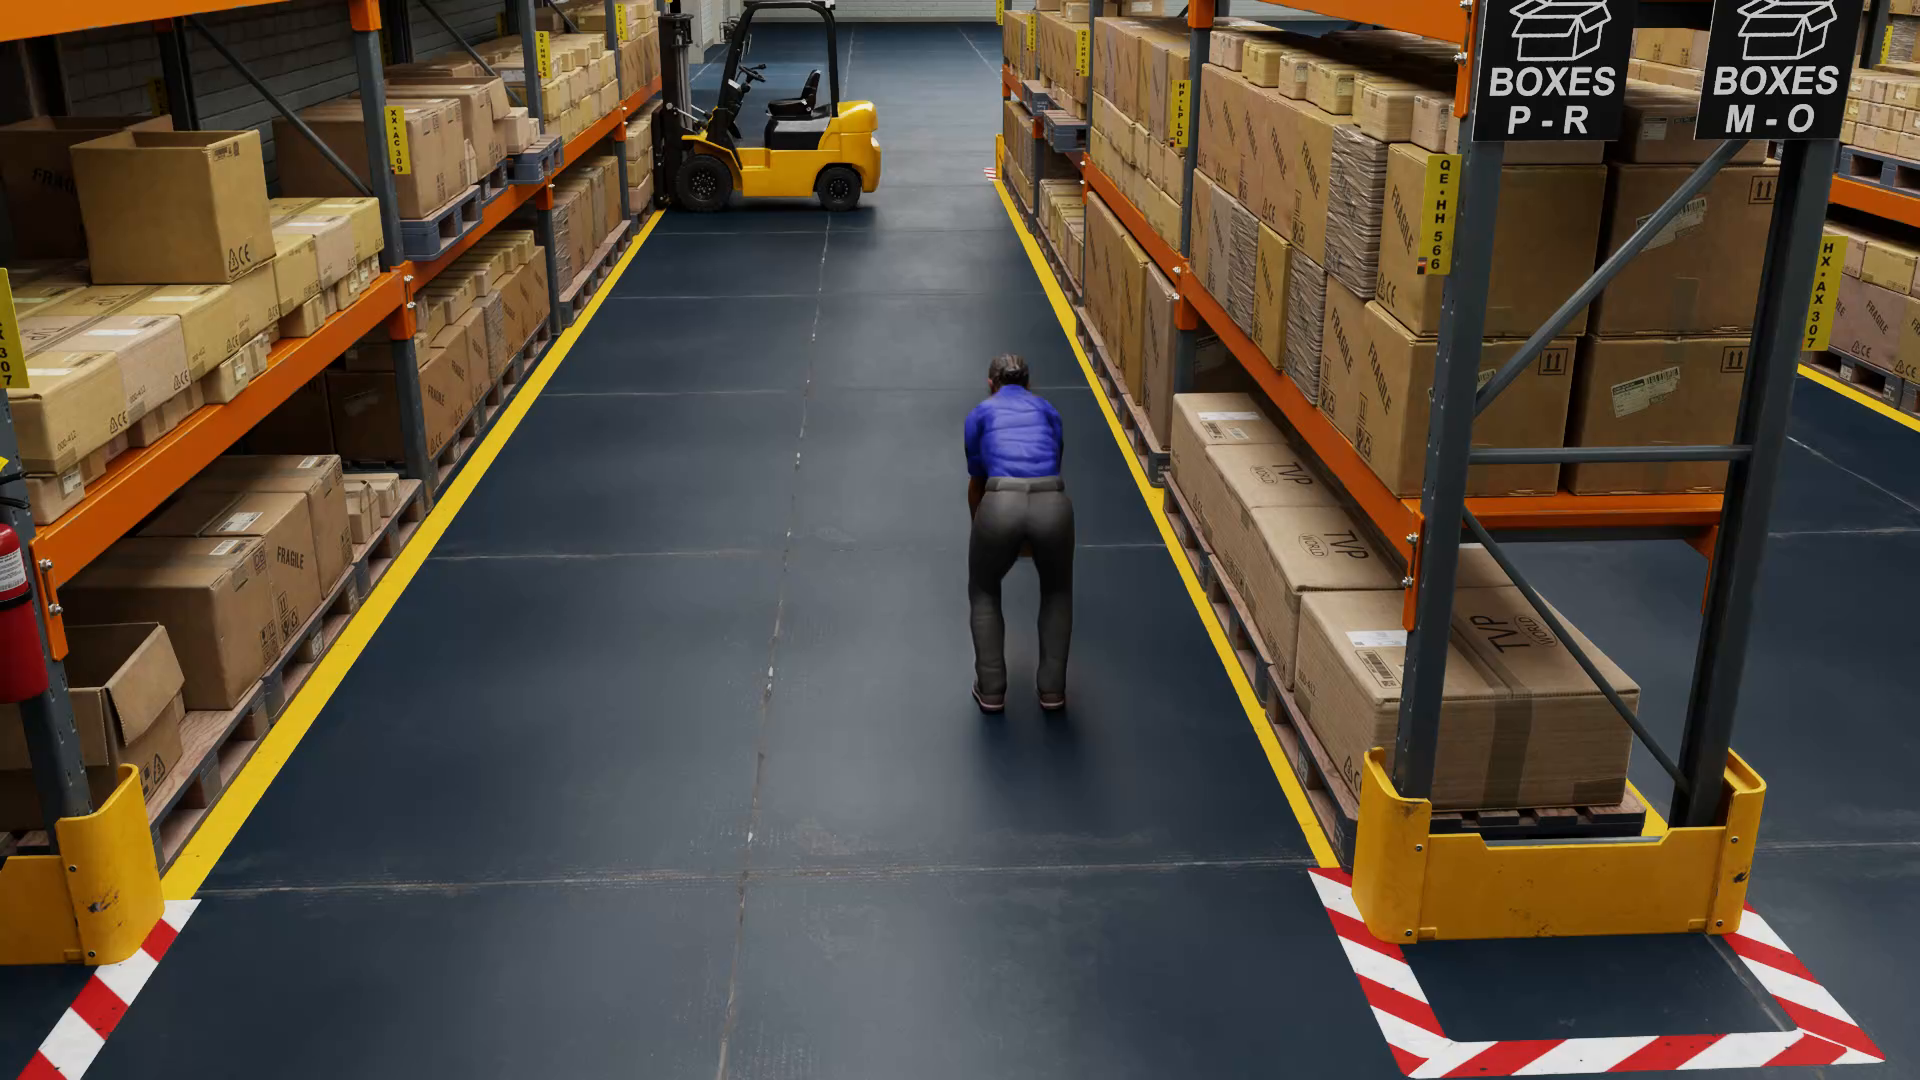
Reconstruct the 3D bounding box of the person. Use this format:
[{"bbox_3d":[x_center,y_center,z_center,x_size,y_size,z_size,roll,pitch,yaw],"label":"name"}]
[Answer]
[{"bbox_3d":[0.232,-0.033,6.670,0.422,1.317,0.787,-1,21,-3],"label":"person"}]
